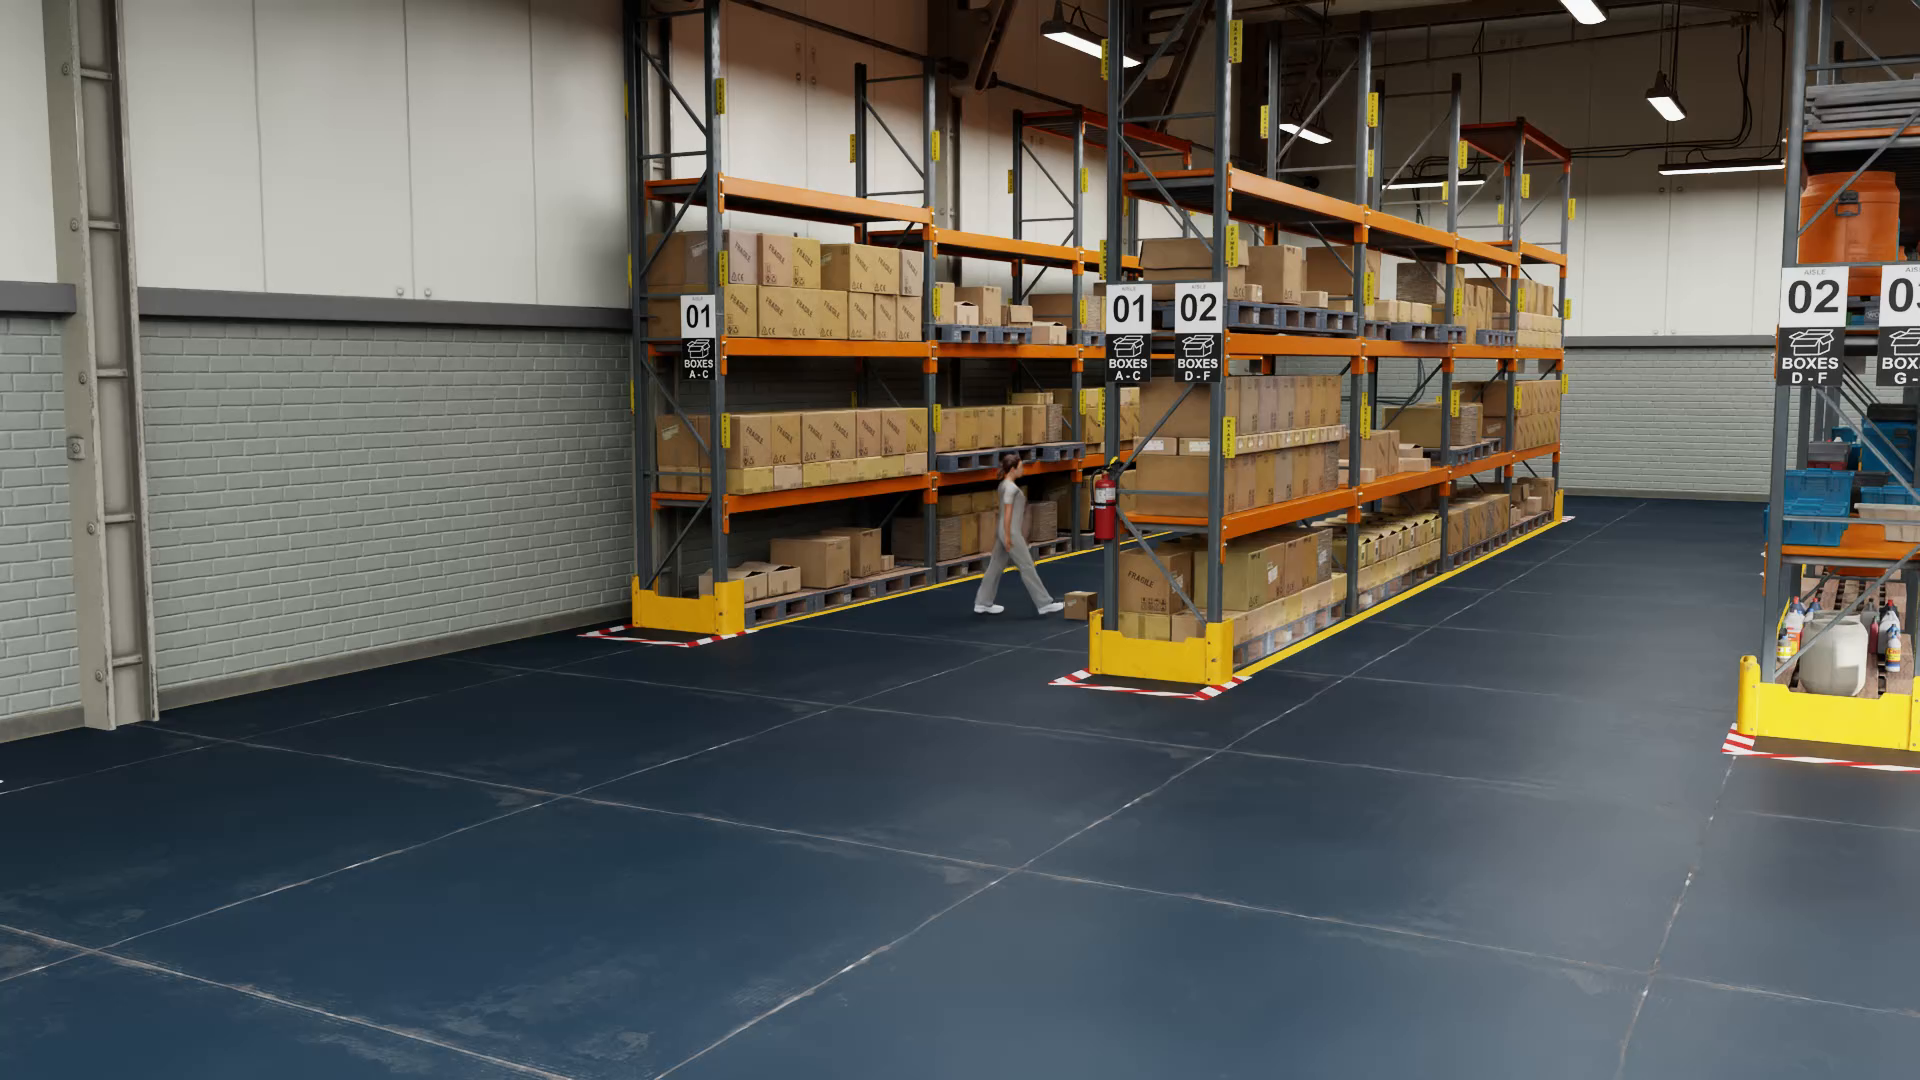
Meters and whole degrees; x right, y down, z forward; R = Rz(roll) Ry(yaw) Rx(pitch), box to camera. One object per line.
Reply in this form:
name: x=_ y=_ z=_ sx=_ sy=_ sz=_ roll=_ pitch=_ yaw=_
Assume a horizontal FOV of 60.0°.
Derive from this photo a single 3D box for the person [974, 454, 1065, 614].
person: x=0.611 y=-0.059 z=16.916 sx=0.918 sy=1.631 sz=0.505 roll=0 pitch=6 yaw=-4
